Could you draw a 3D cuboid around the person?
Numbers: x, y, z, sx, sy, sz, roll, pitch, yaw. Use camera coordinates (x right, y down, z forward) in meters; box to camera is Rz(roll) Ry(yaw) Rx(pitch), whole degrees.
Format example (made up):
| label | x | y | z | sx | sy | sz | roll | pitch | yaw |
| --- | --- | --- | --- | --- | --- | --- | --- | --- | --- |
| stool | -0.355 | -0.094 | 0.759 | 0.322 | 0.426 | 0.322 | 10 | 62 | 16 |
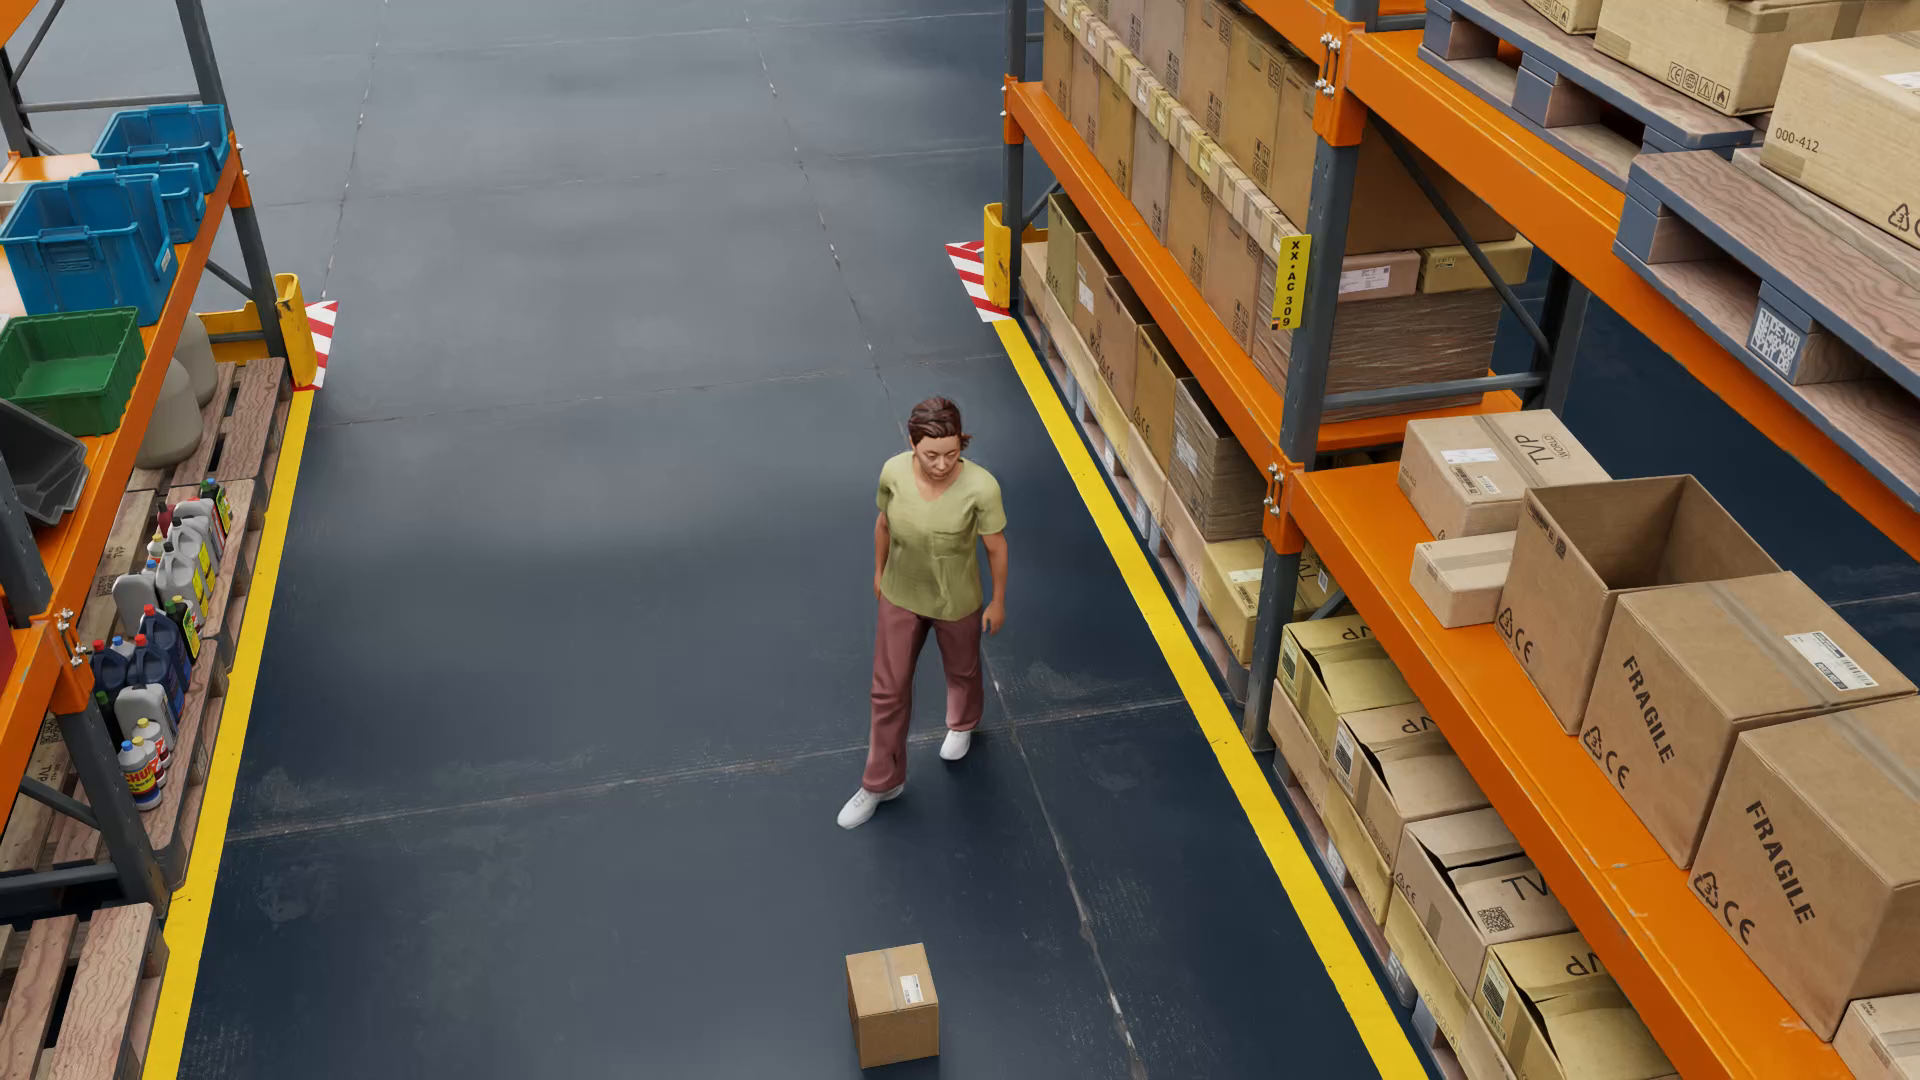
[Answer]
| label | x | y | z | sx | sy | sz | roll | pitch | yaw |
| --- | --- | --- | --- | --- | --- | --- | --- | --- | --- |
| person | -0.109 | 0.211 | 5.844 | 0.548 | 1.679 | 0.710 | 8 | 35 | 12 |
